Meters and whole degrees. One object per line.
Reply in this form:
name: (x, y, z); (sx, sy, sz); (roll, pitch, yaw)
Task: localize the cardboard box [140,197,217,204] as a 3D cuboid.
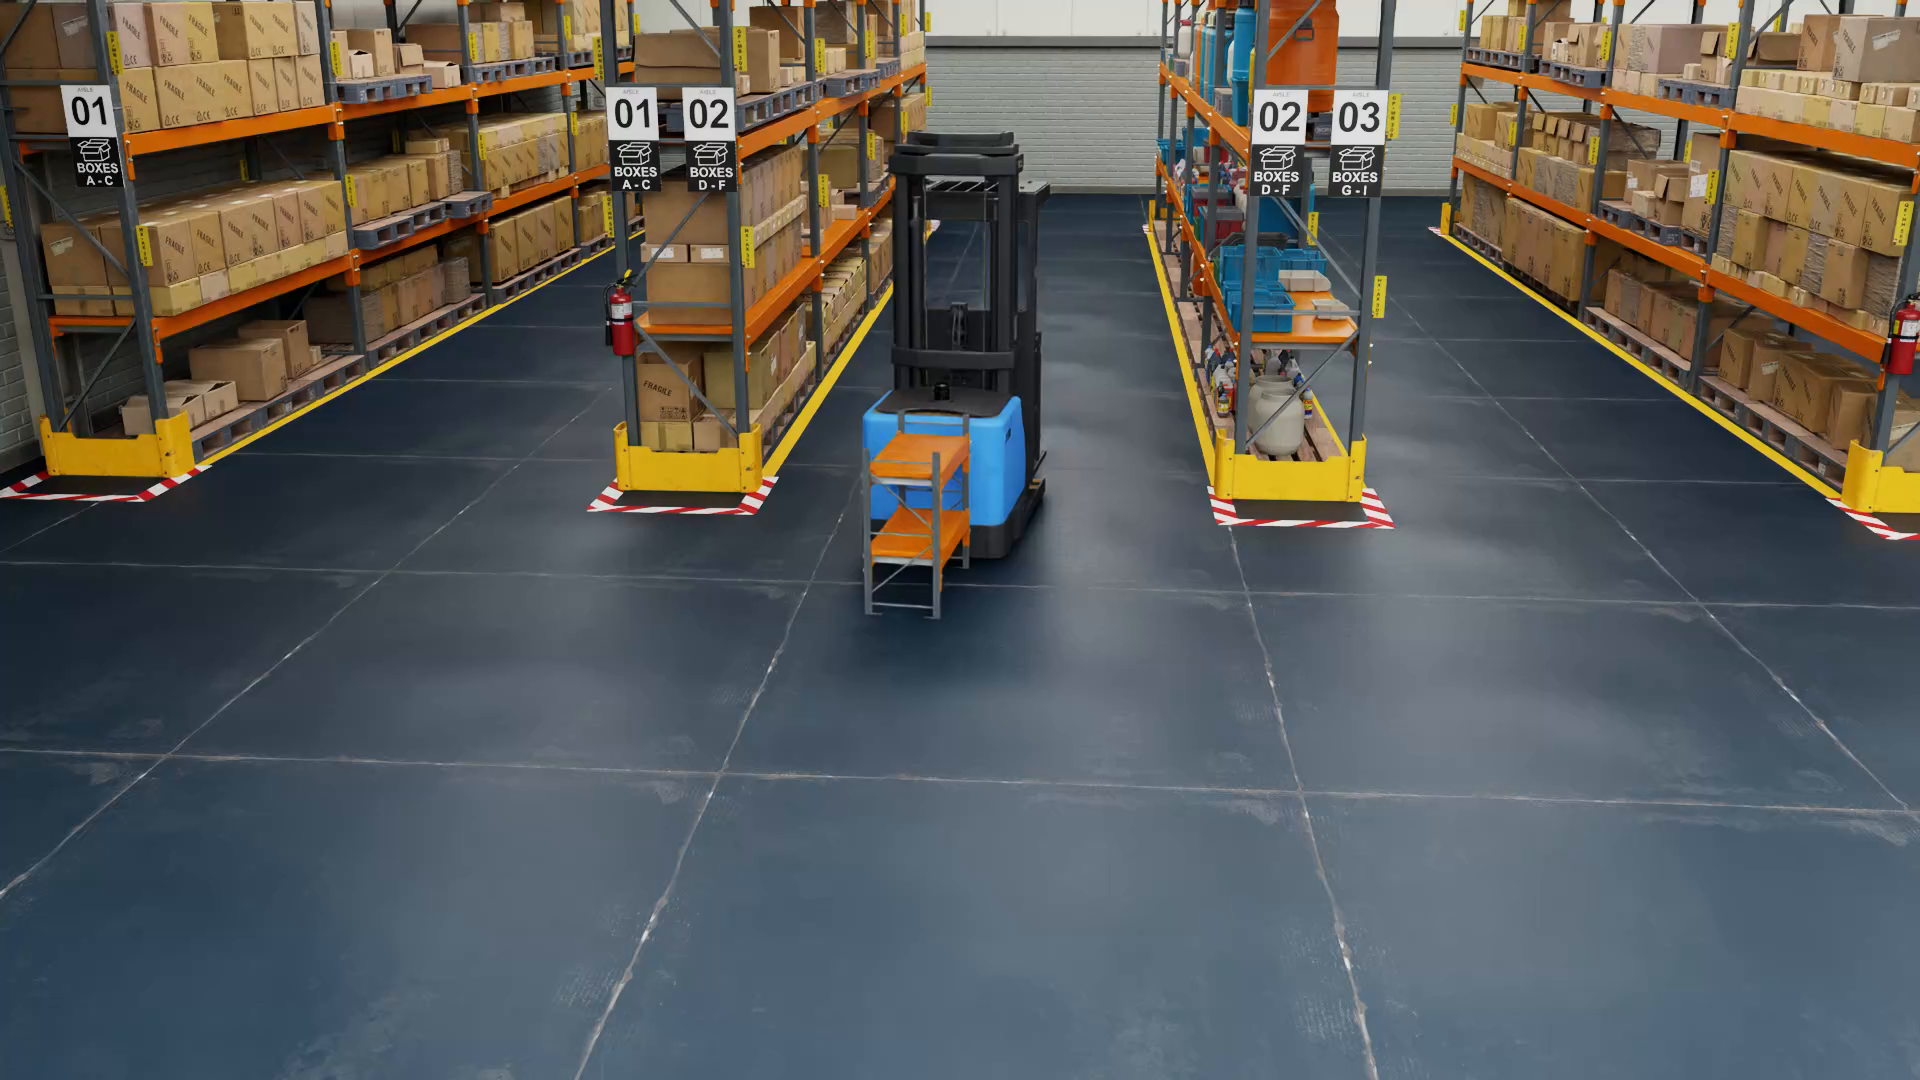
cardboard box: (-7.239, -2.912, 15.497); (0.500, 0.500, 0.500); (2, 18, 5)

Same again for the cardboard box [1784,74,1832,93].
cardboard box: (7.530, -4.027, 14.680); (0.380, 0.149, 0.250); (1, 18, 3)

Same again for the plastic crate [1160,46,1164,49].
plastic crate: (3.547, -7.991, 27.386); (0.497, 0.269, 0.590); (1, 18, 4)

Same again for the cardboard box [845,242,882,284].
cardboard box: (-1.311, -3.687, 22.167); (0.500, 0.500, 0.500); (1, 18, 2)

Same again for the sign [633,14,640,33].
sign: (-5.488, -8.755, 28.211); (0.100, 0.325, 0.005); (1, 18, 4)

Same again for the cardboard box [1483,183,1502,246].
cardboard box: (8.698, -5.061, 25.789); (0.875, 0.875, 0.875); (1, 18, 4)

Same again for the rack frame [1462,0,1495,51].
rack frame: (8.793, -9.482, 26.908); (1.000, 3.000, 0.127); (1, 18, 4)

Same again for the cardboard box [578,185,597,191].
cardboard box: (-6.241, -5.792, 27.580); (0.380, 0.149, 0.250); (2, 18, 5)

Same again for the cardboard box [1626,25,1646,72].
cardboard box: (7.890, -5.559, 18.790); (0.500, 0.500, 0.500); (1, 18, 4)

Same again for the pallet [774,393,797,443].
pallet: (-2.131, -1.175, 15.670); (1.003, 0.211, 1.213); (1, 18, 4)

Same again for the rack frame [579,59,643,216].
rack frame: (-6.028, -6.962, 28.854); (1.000, 3.000, 0.127); (1, 18, 4)

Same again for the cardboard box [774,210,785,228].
cardboard box: (-1.846, -2.998, 15.554); (0.380, 0.149, 0.250); (2, 18, 5)

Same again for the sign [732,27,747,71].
sign: (-1.681, -3.748, 12.696); (0.100, 0.325, 0.005); (1, 18, 4)

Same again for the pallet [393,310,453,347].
pallet: (-6.750, -2.532, 19.812); (1.003, 0.211, 1.213); (1, 18, 4)

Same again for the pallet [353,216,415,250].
pallet: (-6.689, -3.378, 18.224); (1.003, 0.211, 1.213); (1, 18, 4)

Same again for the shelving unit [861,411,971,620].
shelving unit: (-0.280, -0.188, 11.190); (0.538, 1.125, 1.048); (3, 18, 10)

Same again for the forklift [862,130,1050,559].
forklift: (0.081, -1.680, 12.843); (1.130, 2.935, 3.031); (3, 18, 10)

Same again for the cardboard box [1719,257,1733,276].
cardboard box: (7.587, -2.647, 16.087); (0.380, 0.149, 0.250); (1, 18, 4)

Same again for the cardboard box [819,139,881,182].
cardboard box: (-1.472, -5.093, 22.315); (0.700, 0.500, 0.500); (5, 19, 14)

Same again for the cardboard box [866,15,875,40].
cardboard box: (-1.509, -6.968, 23.058); (0.600, 0.600, 0.600); (1, 18, 3)

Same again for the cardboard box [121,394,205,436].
cardboard box: (-7.036, -1.137, 14.688); (0.500, 0.311, 0.500); (-1, 18, -2)

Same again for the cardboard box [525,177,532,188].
cardboard box: (-6.222, -5.023, 23.307); (0.380, 0.149, 0.250); (2, 18, 6)

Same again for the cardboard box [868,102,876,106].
cardboard box: (-1.562, -6.455, 25.540); (0.500, 0.500, 0.500); (1, 18, 3)

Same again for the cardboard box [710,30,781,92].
cardboard box: (-1.843, -4.132, 14.340); (0.500, 0.500, 0.500); (1, 18, 4)

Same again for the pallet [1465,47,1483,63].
pallet: (8.751, -7.783, 26.685); (1.003, 0.211, 1.213); (1, 18, 4)

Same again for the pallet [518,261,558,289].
pallet: (-6.380, -3.774, 23.601); (1.003, 0.211, 1.213); (1, 18, 4)

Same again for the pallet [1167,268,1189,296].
pallet: (3.385, -3.555, 22.934); (1.003, 0.211, 1.213); (1, 18, 4)

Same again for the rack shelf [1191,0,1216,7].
rack shelf: (3.136, -5.954, 17.941); (1.077, 0.370, 4.000); (1, 18, 4)

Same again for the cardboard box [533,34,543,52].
cardboard box: (-6.500, -7.539, 25.203); (0.500, 0.250, 0.500); (1, 18, 4)

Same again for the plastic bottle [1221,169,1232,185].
plastic bottle: (3.586, -4.802, 22.341); (0.144, 0.351, 0.185); (1, 18, 4)

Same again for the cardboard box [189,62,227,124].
cardboard box: (-6.795, -3.901, 14.502); (0.500, 0.500, 0.500); (2, 18, 6)

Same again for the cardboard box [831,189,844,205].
cardboard box: (-1.730, -4.214, 20.610); (0.500, 0.311, 0.500); (2, 18, 7)

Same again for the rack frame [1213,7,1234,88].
rack frame: (2.993, -5.865, 15.871); (1.000, 3.000, 0.127); (1, 18, 4)

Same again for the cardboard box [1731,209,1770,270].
cardboard box: (7.768, -2.800, 15.512); (0.875, 0.500, 0.500); (1, 18, 4)

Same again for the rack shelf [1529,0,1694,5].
rack shelf: (8.363, -7.086, 21.395); (1.077, 0.370, 4.000); (1, 18, 4)

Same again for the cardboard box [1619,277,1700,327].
cardboard box: (8.165, -2.786, 19.417); (0.700, 0.500, 0.500); (0, 18, -1)

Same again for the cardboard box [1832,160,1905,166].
cardboard box: (8.104, -3.111, 14.857); (0.500, 0.500, 0.500); (1, 18, 4)

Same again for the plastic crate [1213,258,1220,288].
plastic crate: (2.614, -2.498, 15.571); (0.450, 0.188, 0.662); (1, 18, 4)

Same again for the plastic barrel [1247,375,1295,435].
plastic barrel: (2.713, -1.151, 14.440); (0.421, 0.512, 0.421); (0, 18, 0)

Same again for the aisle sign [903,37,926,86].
aisle sign: (-0.777, -8.103, 28.159); (0.394, 0.787, 0.004); (1, 18, 4)

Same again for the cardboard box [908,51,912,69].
cardboard box: (-1.015, -7.421, 25.677); (0.500, 0.250, 0.500); (1, 18, 4)

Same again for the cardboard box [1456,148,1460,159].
cardboard box: (8.439, -6.408, 27.567); (0.380, 0.149, 0.250); (1, 18, 5)

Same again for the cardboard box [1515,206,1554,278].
cardboard box: (8.417, -4.102, 22.861); (1.225, 0.875, 0.875); (1, 18, 2)

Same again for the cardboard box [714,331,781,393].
cardboard box: (-1.917, -1.606, 15.043); (0.500, 0.500, 0.500); (1, 18, 4)

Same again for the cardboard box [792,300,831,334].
cardboard box: (-1.669, -2.408, 17.796); (0.500, 0.311, 0.500); (1, 18, 4)

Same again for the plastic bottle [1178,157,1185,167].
plastic bottle: (3.215, -5.361, 24.046); (0.144, 0.351, 0.185); (1, 18, 4)

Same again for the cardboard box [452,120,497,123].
cardboard box: (-6.711, -5.657, 22.997); (0.500, 0.250, 0.500); (1, 18, 3)

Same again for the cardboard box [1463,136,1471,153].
cardboard box: (8.459, -6.396, 26.889); (0.500, 0.250, 0.500); (1, 18, 3)

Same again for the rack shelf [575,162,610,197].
rack shelf: (-6.172, -5.999, 27.070); (1.077, 0.370, 4.000); (1, 18, 4)

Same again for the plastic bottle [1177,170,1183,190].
plastic bottle: (3.070, -4.945, 22.897); (0.152, 0.276, 0.135); (1, 18, 4)

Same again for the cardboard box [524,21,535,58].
cardboard box: (-6.488, -7.131, 23.685); (0.700, 0.500, 0.500); (0, 18, 1)

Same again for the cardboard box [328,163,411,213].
cardboard box: (-6.755, -4.028, 19.031); (0.700, 0.500, 0.500); (4, 19, 11)

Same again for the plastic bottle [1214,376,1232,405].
plastic bottle: (2.456, -1.388, 15.509); (0.152, 0.276, 0.135); (1, 18, 2)

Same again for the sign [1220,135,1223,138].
sign: (4.403, -6.812, 28.132); (0.100, 0.325, 0.005); (1, 18, 4)
